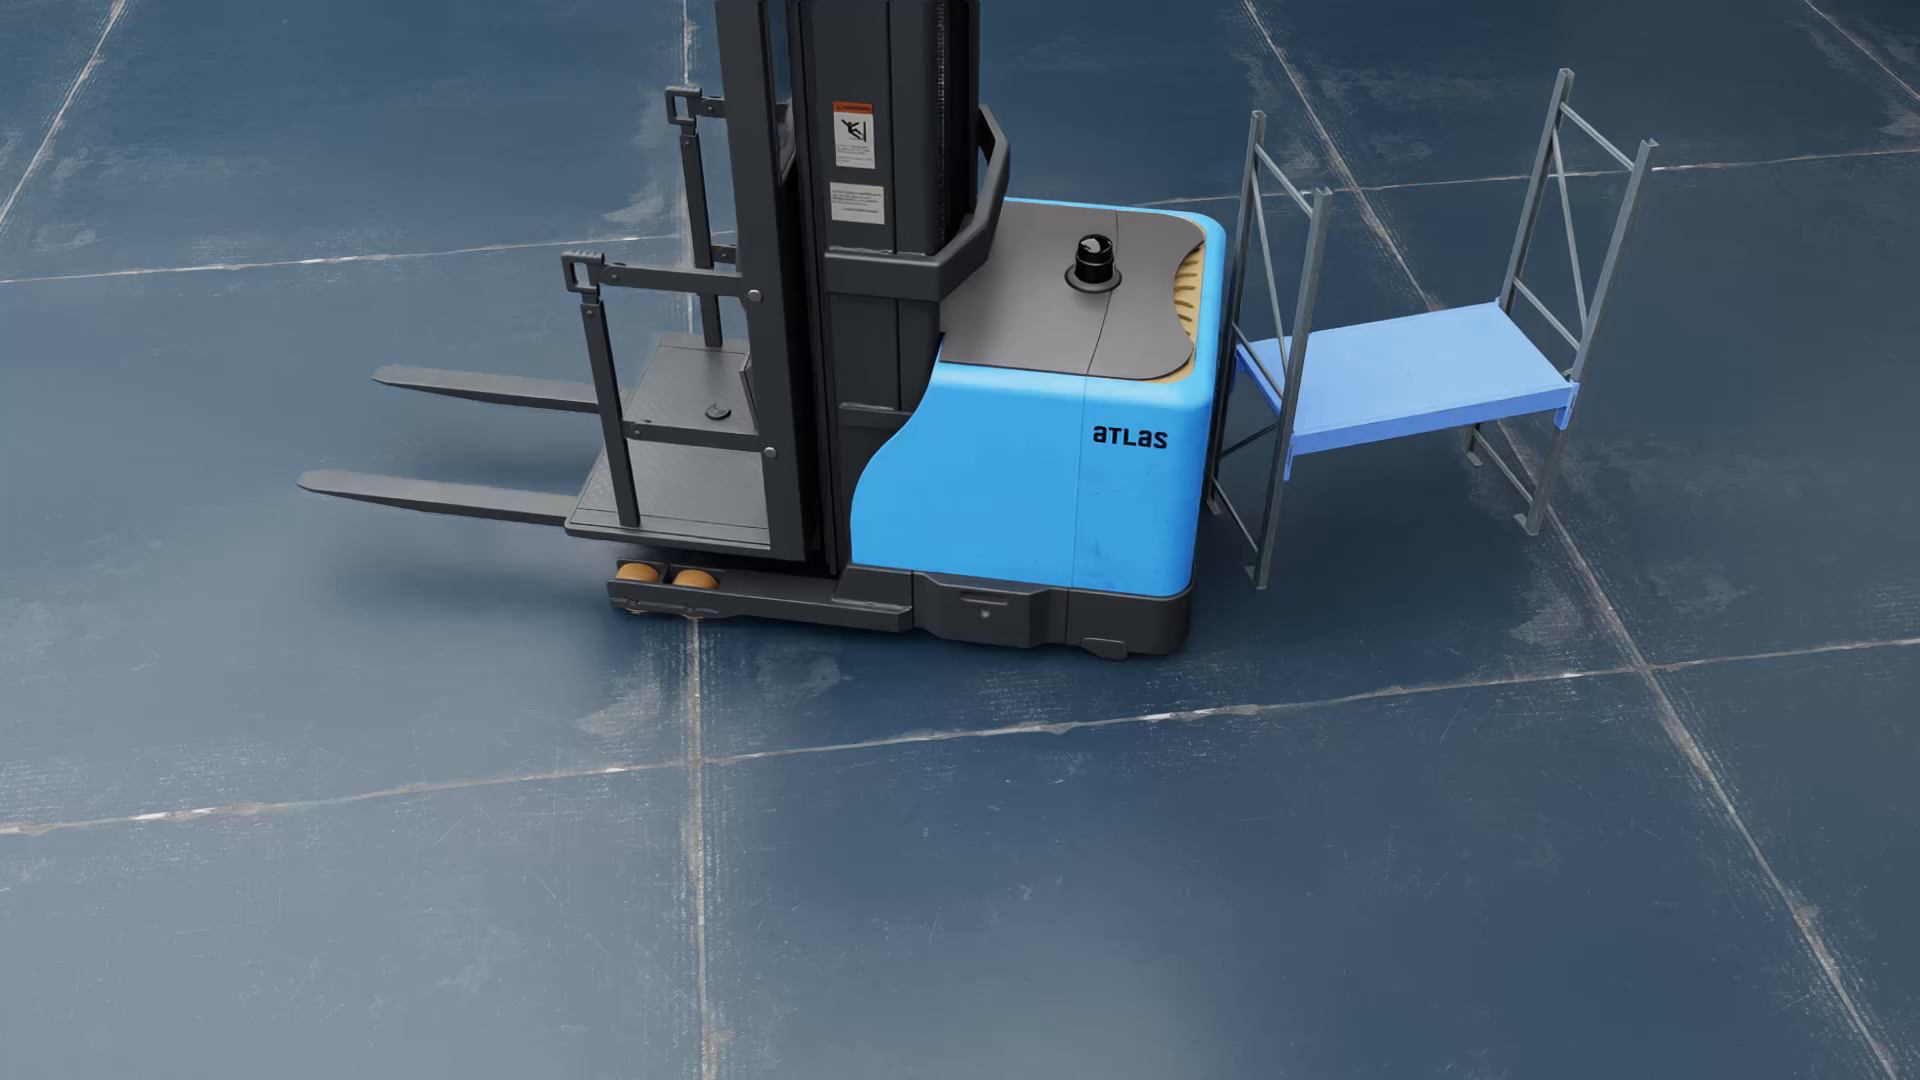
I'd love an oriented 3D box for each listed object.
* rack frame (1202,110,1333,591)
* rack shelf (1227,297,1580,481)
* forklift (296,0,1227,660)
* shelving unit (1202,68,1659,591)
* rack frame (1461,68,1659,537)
[{"bbox_3d":[0.944,-0.552,5.242,0.032,1.500,0.500,-10,43,-11],"label":"rack frame"},{"bbox_3d":[1.434,-0.508,5.462,1.000,0.185,0.538,-10,43,-11],"label":"rack shelf"},{"bbox_3d":[-0.703,-1.171,4.860,3.031,2.935,1.130,6,42,7],"label":"forklift"},{"bbox_3d":[1.434,-0.642,5.342,1.048,1.500,0.538,-10,43,-11],"label":"shelving unit"},{"bbox_3d":[1.924,-0.732,5.442,0.032,1.500,0.500,-10,43,-11],"label":"rack frame"}]
